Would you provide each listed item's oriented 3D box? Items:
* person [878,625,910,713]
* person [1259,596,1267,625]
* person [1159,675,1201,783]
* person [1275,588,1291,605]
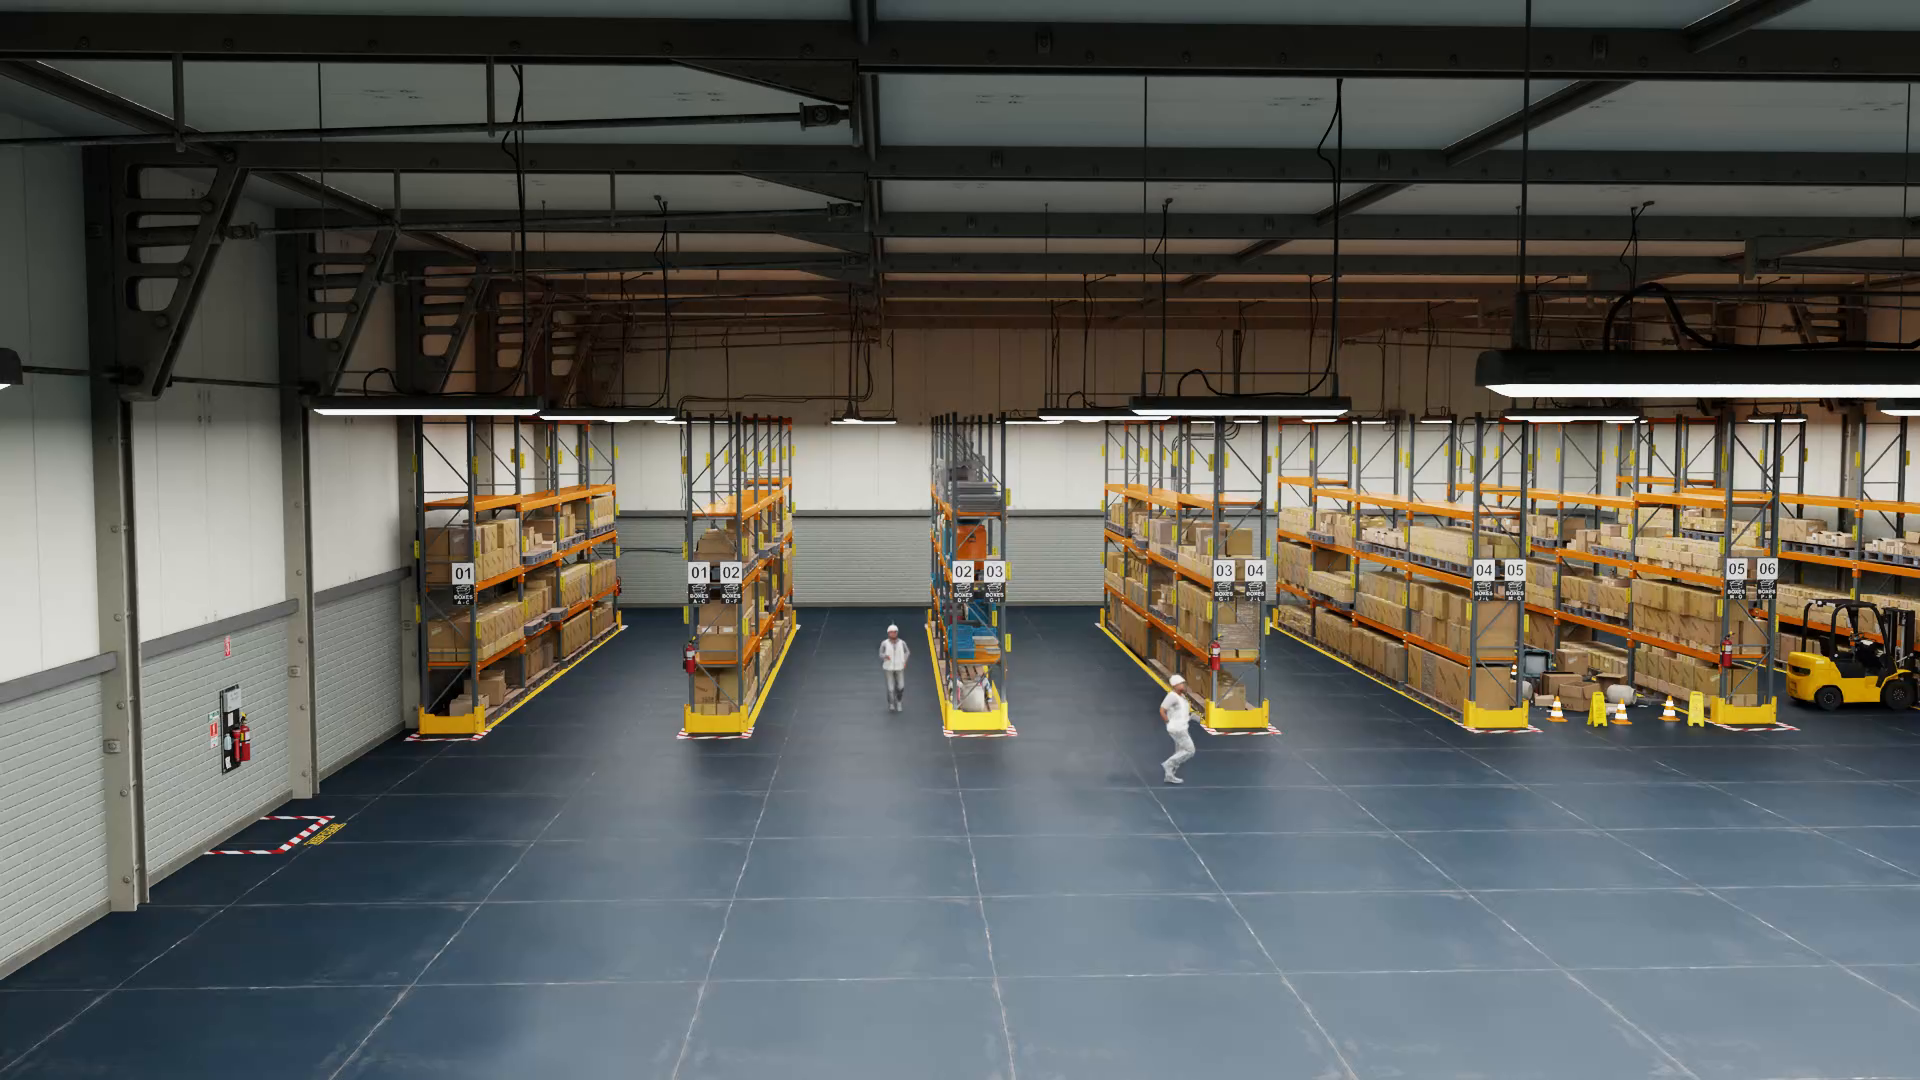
[{"bbox_3d":[-1.303,2.588,33.199,0.642,1.767,0.647,0,4,-7],"label":"person"},{"bbox_3d":[7.944,1.905,44.724,0.557,1.601,0.742,-1,4,-10],"label":"person"},{"bbox_3d":[3.545,3.032,26.654,0.597,1.739,0.675,1,4,19],"label":"person"},{"bbox_3d":[9.551,1.618,49.049,0.499,1.539,0.595,0,4,5],"label":"person"}]
